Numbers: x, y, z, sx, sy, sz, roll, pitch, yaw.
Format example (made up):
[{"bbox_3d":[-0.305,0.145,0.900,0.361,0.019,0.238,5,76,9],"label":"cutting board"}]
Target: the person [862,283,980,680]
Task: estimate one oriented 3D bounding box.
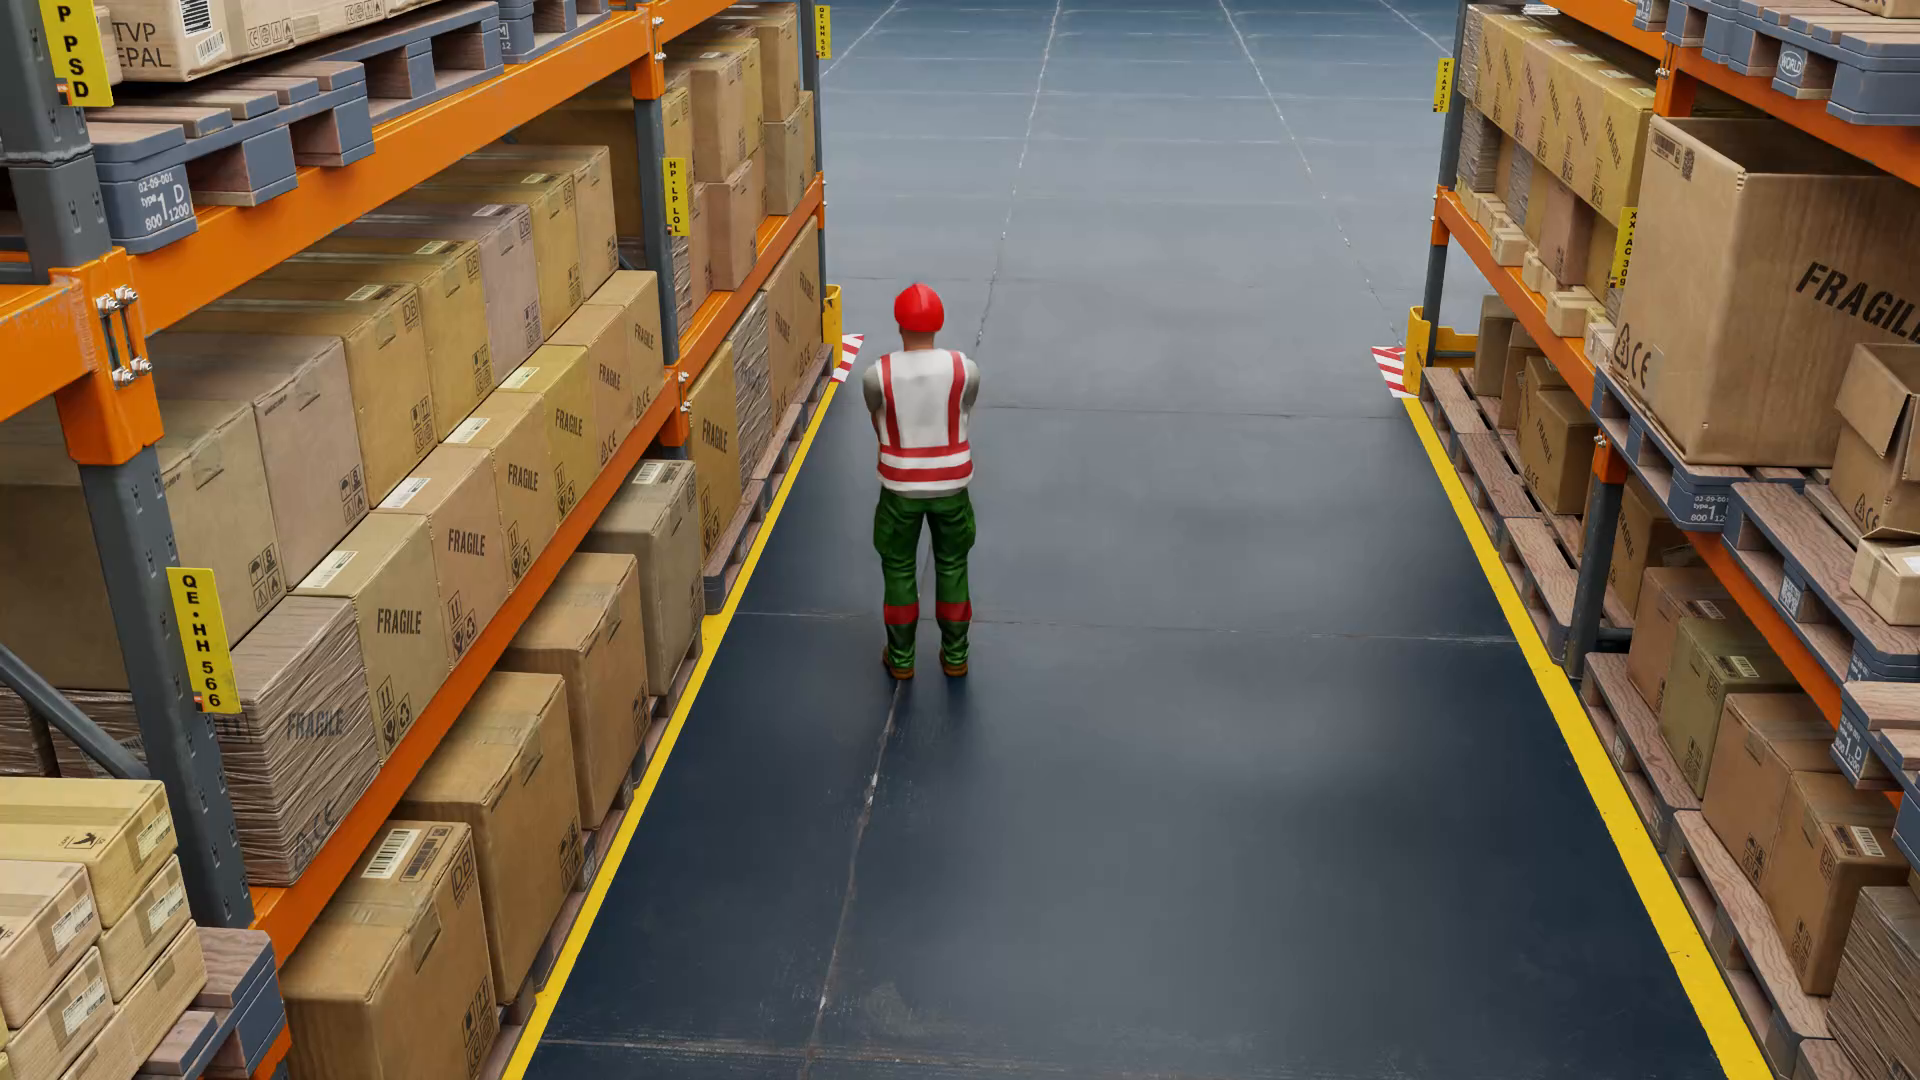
[{"bbox_3d":[-0.174,-0.278,7.194,0.494,1.784,0.554,-3,24,-6],"label":"person"}]
